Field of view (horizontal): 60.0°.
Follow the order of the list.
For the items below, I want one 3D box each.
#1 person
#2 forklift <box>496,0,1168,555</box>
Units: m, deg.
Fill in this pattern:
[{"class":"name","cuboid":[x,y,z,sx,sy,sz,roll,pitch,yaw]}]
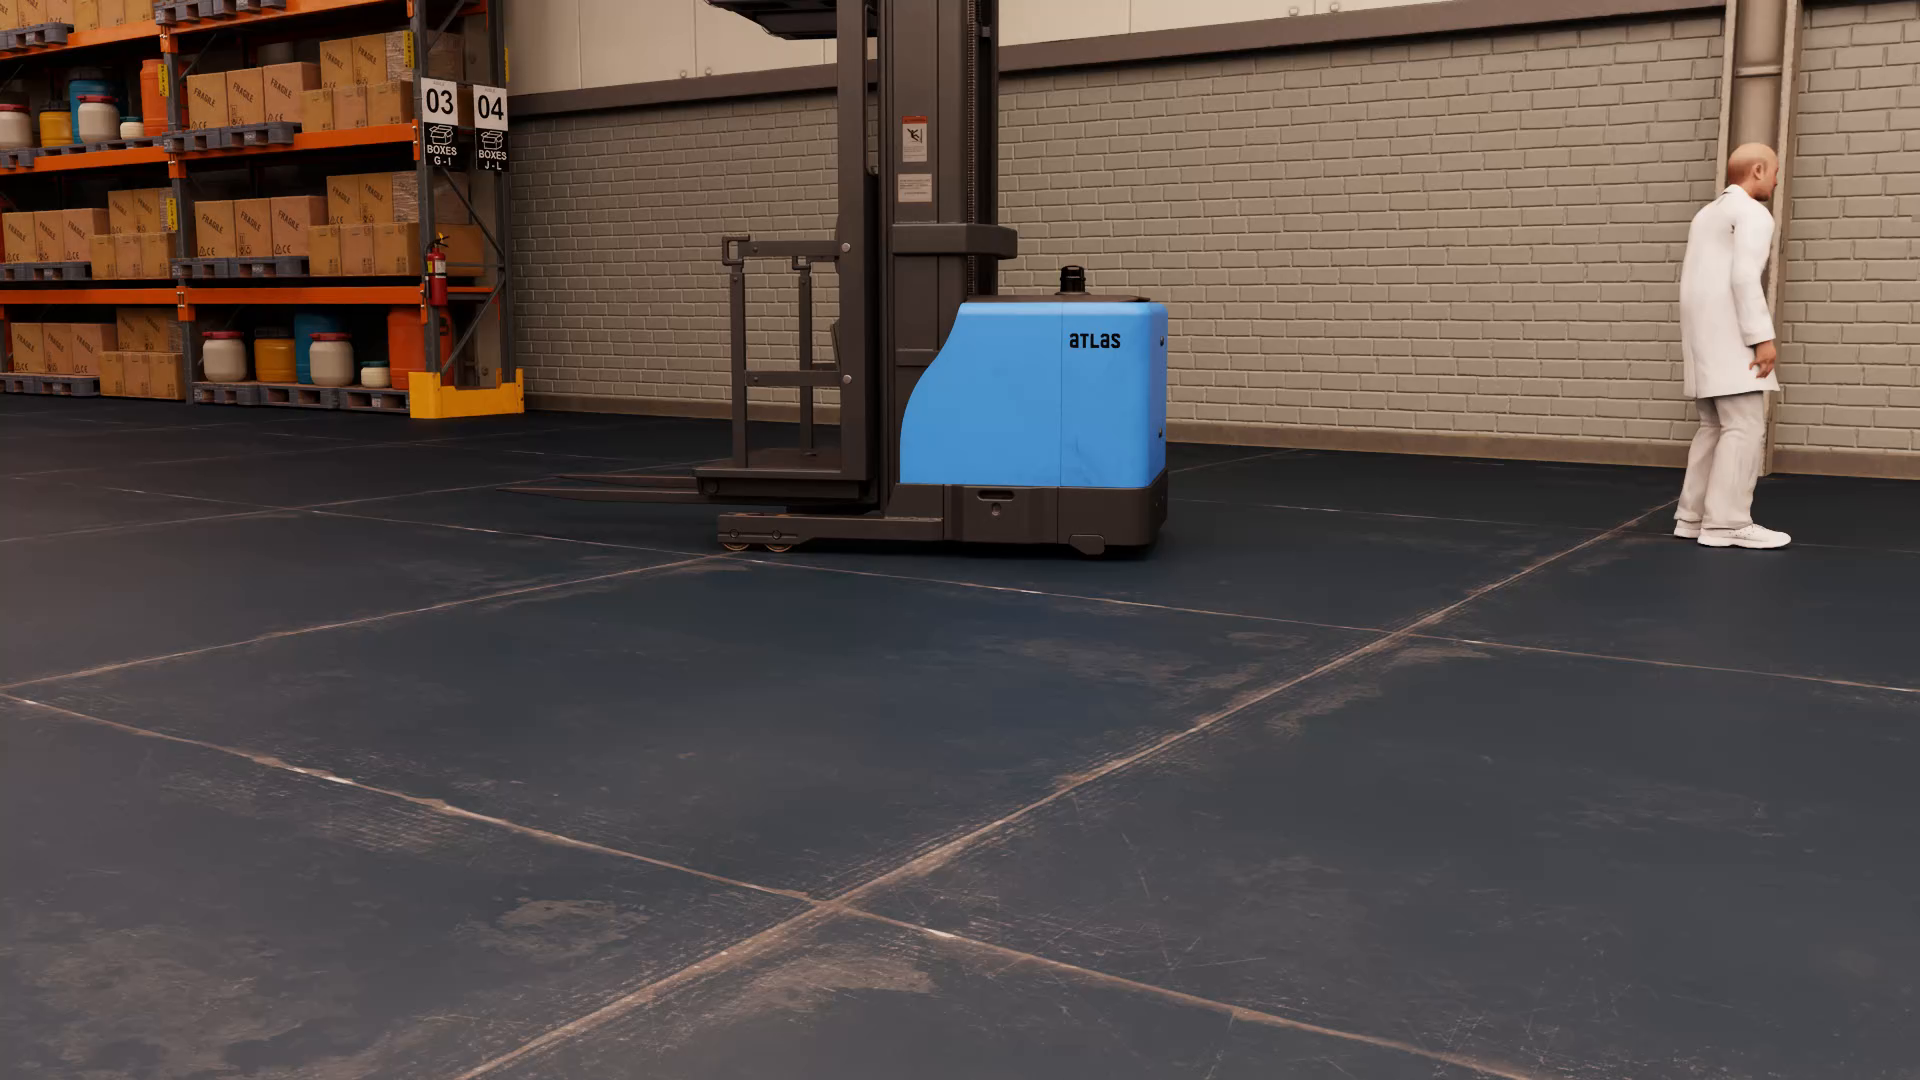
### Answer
[{"class":"person","cuboid":[3.455,-0.875,7.454,0.420,1.774,0.646,0,8,2]},{"class":"forklift","cuboid":[-0.596,-1.469,7.520,3.031,2.935,1.130,2,8,12]}]
